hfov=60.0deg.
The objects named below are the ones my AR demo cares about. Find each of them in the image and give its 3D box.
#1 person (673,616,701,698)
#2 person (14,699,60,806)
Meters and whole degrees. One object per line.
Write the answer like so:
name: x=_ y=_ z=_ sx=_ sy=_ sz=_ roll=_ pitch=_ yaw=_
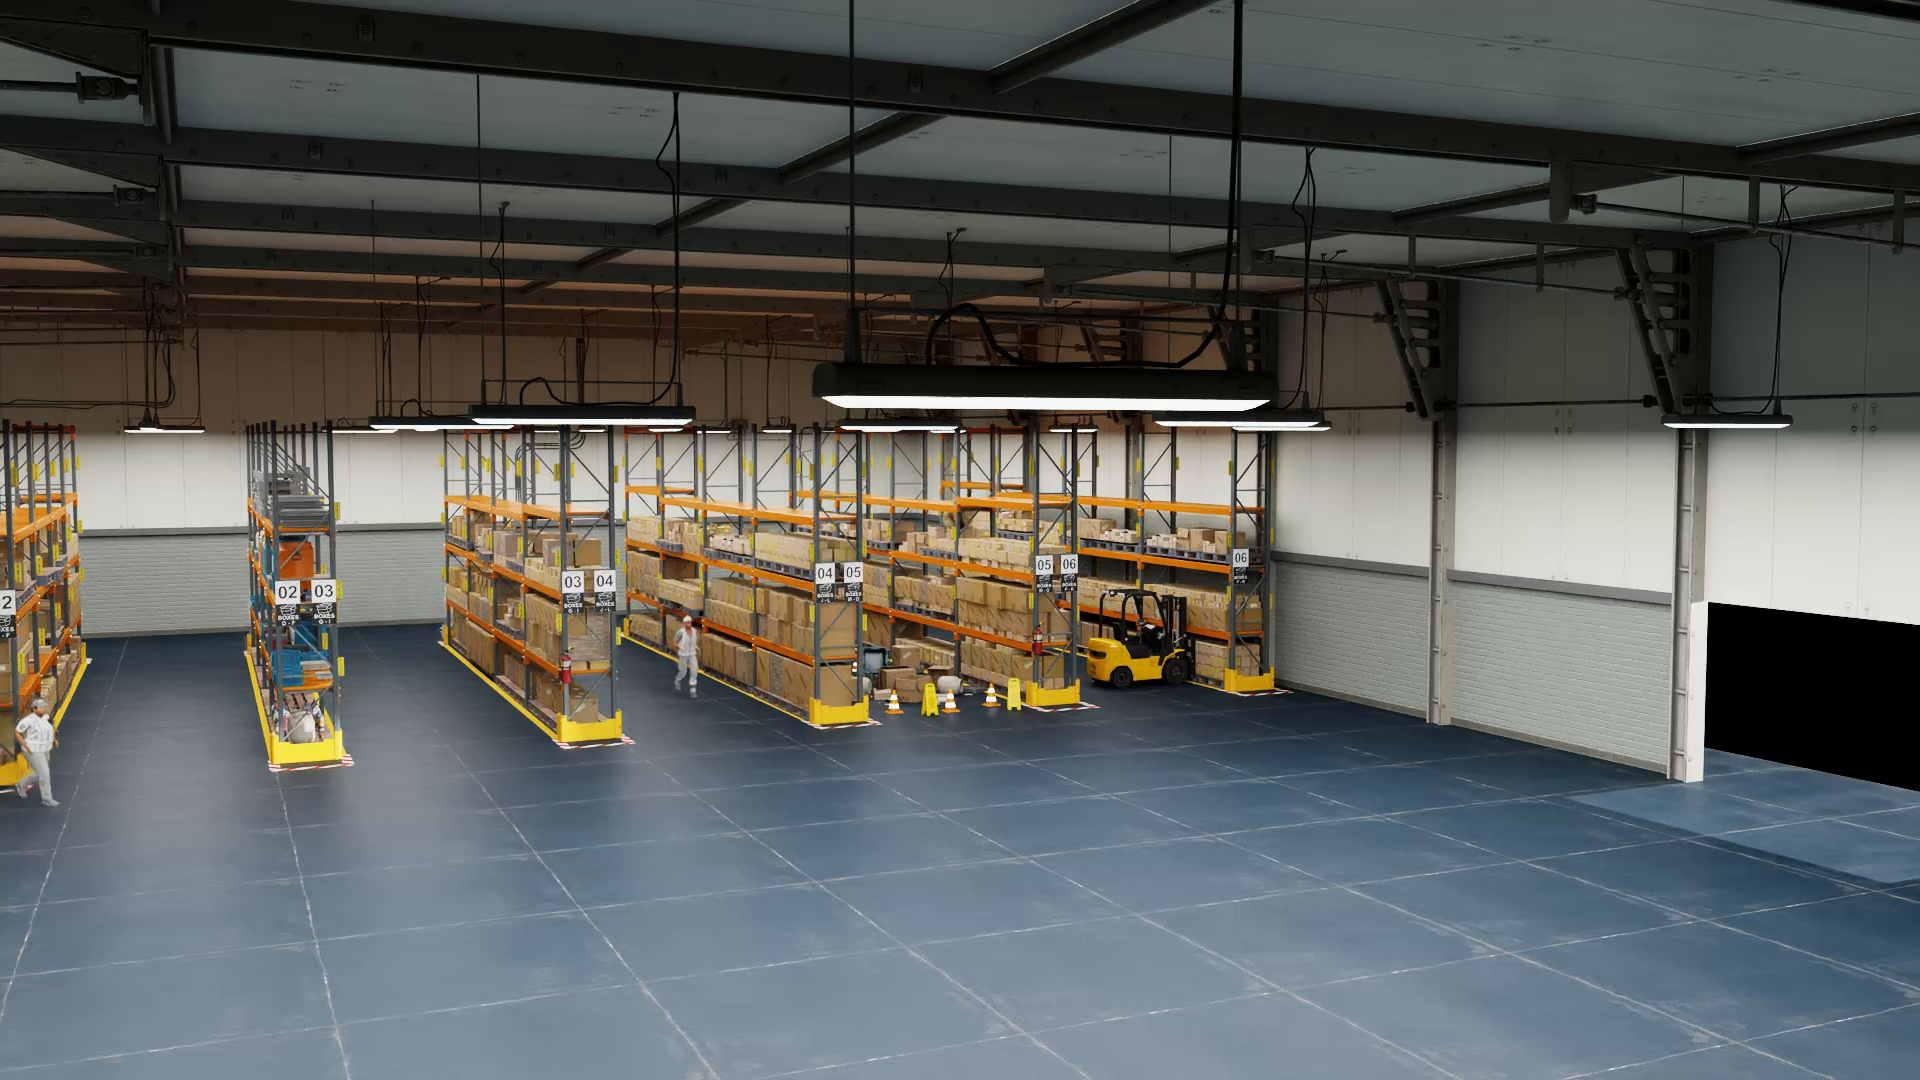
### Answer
person: x=-6.003 y=2.544 z=36.483 sx=0.634 sy=1.777 sz=0.984 roll=-2 pitch=4 yaw=-30
person: x=-14.390 y=3.294 z=25.858 sx=0.862 sy=1.662 sz=0.584 roll=1 pitch=4 yaw=10
